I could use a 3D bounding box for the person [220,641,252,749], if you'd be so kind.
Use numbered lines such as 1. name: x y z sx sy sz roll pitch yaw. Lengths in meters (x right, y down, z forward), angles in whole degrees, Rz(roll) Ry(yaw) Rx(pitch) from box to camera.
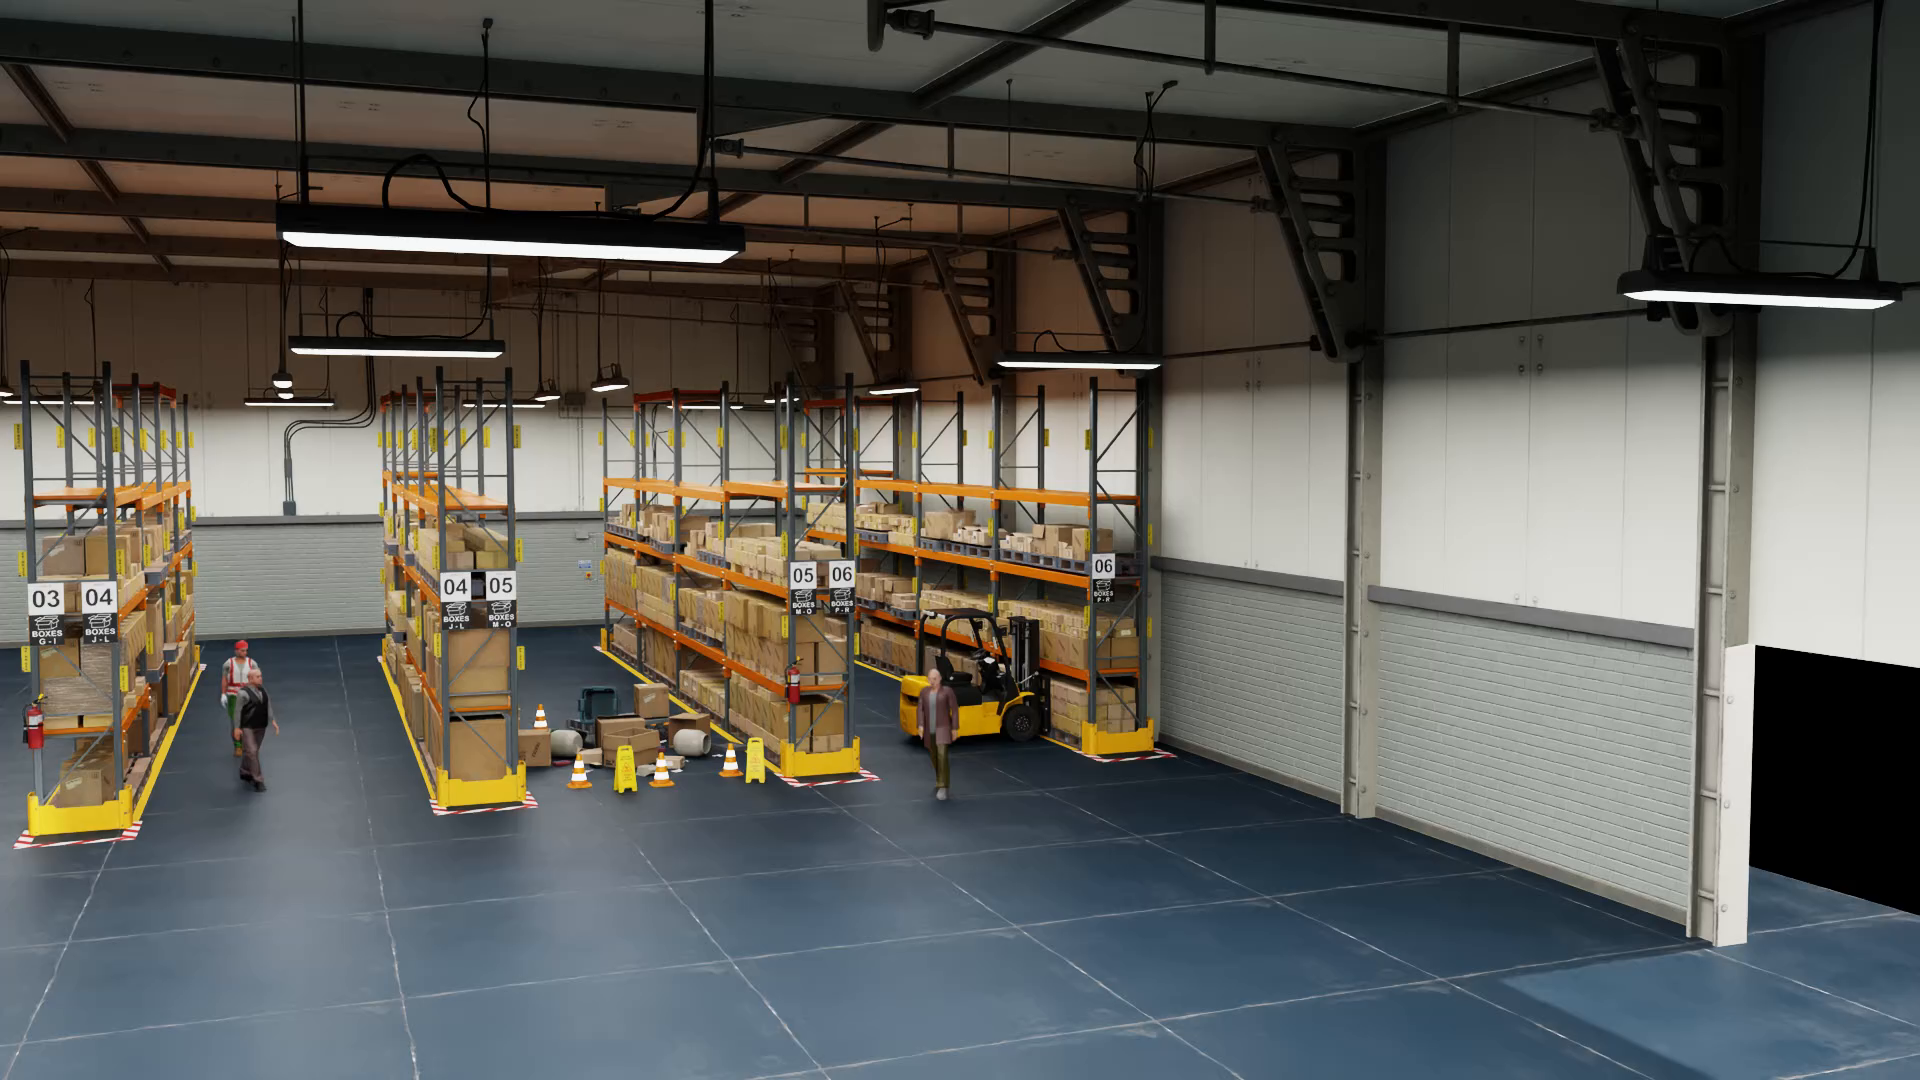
1. person: -11.510 2.477 26.611 0.561 1.709 0.601 -2 4 -33

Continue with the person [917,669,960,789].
1. person: -0.301 2.658 23.600 0.626 1.667 0.756 2 4 30

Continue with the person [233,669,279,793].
1. person: -10.159 2.714 23.943 0.926 1.711 0.607 2 4 36
